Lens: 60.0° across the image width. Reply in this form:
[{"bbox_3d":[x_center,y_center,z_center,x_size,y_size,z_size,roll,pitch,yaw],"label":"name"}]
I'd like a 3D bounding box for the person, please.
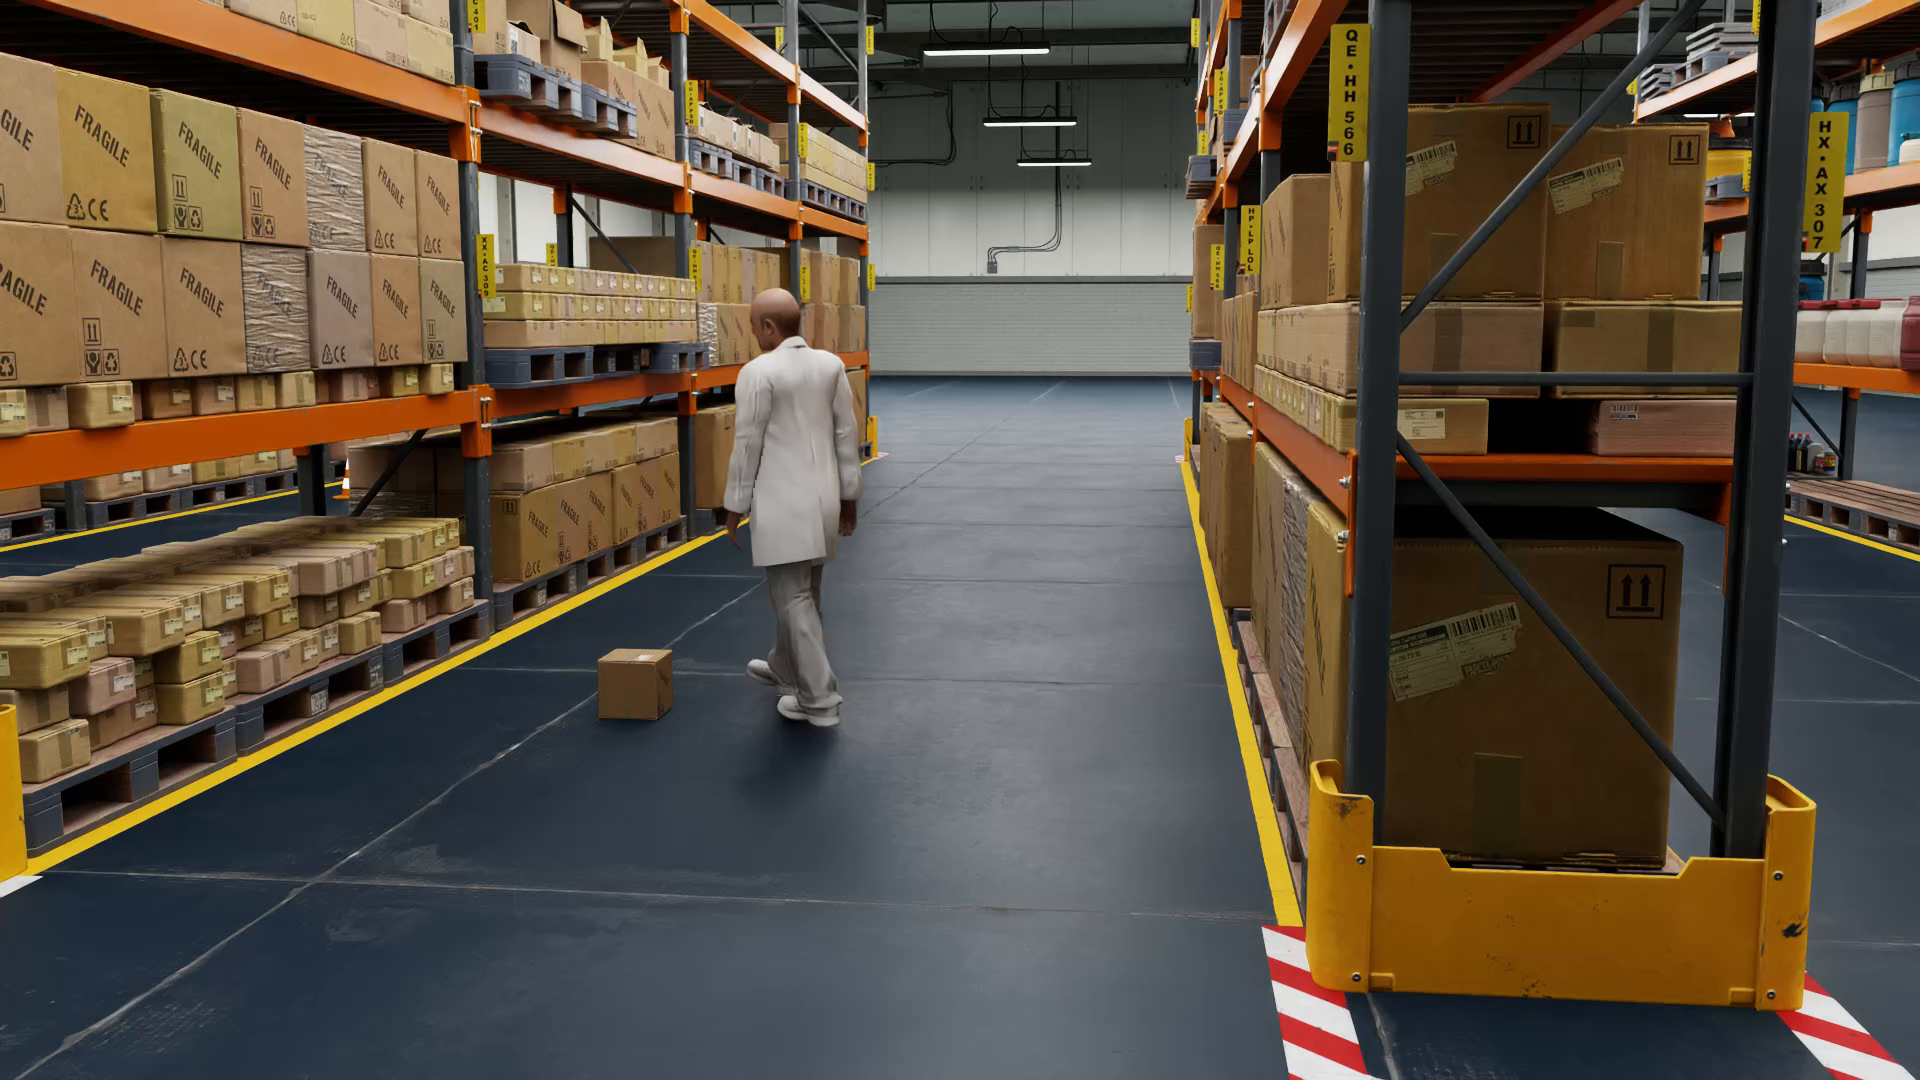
[{"bbox_3d":[-0.762,-0.157,6.913,0.831,1.756,0.617,7,10,41],"label":"person"}]
